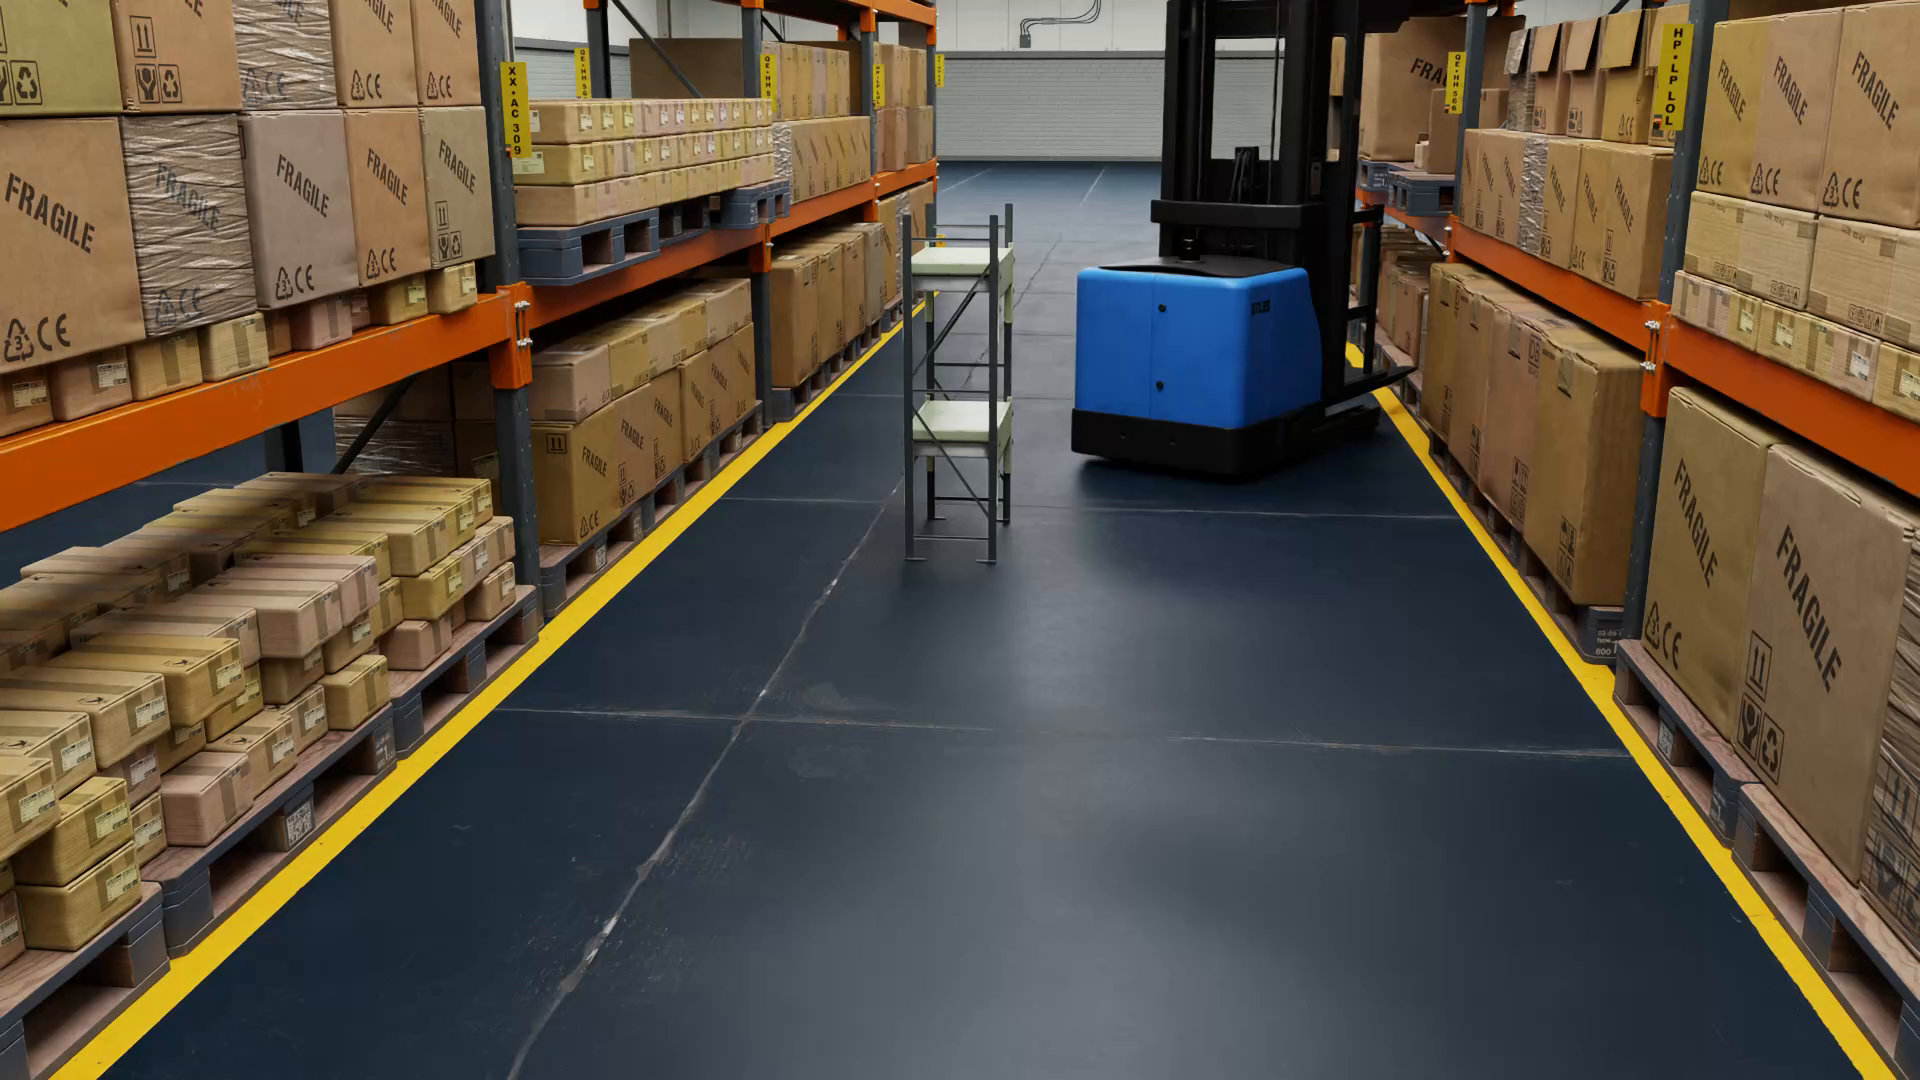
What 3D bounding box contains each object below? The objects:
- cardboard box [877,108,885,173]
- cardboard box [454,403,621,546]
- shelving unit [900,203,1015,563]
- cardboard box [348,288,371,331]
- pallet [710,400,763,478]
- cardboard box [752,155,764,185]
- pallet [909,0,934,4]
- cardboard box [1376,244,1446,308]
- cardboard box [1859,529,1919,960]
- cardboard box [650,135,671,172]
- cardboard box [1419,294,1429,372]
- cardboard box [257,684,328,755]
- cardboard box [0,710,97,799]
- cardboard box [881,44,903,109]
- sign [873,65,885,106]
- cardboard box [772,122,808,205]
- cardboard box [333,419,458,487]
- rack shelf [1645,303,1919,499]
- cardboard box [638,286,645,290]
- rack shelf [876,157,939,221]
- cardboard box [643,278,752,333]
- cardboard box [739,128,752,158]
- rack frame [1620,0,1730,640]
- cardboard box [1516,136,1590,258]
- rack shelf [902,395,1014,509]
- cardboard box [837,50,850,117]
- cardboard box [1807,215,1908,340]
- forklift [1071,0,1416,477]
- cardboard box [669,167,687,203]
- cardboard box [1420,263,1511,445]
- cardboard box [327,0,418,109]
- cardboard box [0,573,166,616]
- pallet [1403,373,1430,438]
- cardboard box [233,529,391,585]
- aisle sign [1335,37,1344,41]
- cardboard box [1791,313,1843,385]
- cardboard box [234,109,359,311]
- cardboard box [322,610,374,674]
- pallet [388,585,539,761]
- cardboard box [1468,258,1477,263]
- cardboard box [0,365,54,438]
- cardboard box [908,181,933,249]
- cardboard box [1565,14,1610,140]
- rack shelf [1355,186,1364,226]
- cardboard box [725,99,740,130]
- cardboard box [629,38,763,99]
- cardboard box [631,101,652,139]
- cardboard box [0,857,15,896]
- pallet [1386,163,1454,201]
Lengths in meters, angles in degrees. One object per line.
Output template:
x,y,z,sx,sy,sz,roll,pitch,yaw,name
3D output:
-1.134,-3.496,14.556,0.875,0.550,0.550,2,15,6,cardboard box
-1.759,-0.289,6.968,0.500,0.500,0.500,2,15,8,cardboard box
0.001,-0.726,7.473,0.431,1.500,0.755,2,15,6,shelving unit
-2.013,-0.704,5.002,0.380,0.149,0.250,1,15,5,cardboard box
-1.744,-0.598,9.468,1.003,0.211,1.213,2,15,6,pallet
-1.283,-2.022,9.071,0.380,0.149,0.250,2,15,6,cardboard box
-0.825,-5.434,16.434,1.003,0.211,1.213,2,15,6,pallet
3.856,-2.259,14.254,0.500,0.500,0.500,7,17,24,cardboard box
2.455,0.519,3.261,0.875,0.875,0.875,2,15,6,cardboard box
-1.491,-1.694,7.289,0.380,0.149,0.250,2,15,9,cardboard box
3.368,-1.299,10.664,0.700,0.500,0.500,0,15,2,cardboard box
-2.024,0.510,4.685,0.380,0.149,0.250,2,15,7,cardboard box
-2.147,0.485,3.638,0.380,0.149,0.250,1,15,4,cardboard box
-0.983,-4.154,14.923,0.875,0.550,0.550,2,15,6,cardboard box
-0.663,-3.691,13.500,0.100,0.325,0.005,2,15,6,sign
-1.281,-2.435,10.730,0.500,0.500,0.500,2,15,6,cardboard box
-2.272,-0.304,7.026,0.500,0.500,0.500,1,15,5,cardboard box
2.586,-0.071,3.555,1.077,0.370,4.000,2,15,6,rack shelf
-1.973,-1.333,9.392,0.500,0.250,0.500,1,15,4,cardboard box
-0.977,-3.355,15.703,1.077,0.370,4.000,2,15,6,rack shelf
-1.471,-1.319,9.343,0.500,0.250,0.500,1,15,5,cardboard box
-1.313,-2.092,8.761,0.380,0.149,0.250,2,15,8,cardboard box
2.811,-0.937,5.380,1.000,3.000,0.127,2,15,6,rack frame
2.769,-1.508,7.301,0.500,0.500,0.500,2,15,6,cardboard box
0.001,-0.411,7.558,0.431,0.370,0.720,2,15,6,rack shelf
-1.253,-3.586,13.070,0.700,0.500,0.500,1,15,5,cardboard box
2.384,-0.630,3.965,0.500,0.250,0.500,2,15,8,cardboard box
1.884,-2.078,9.733,1.130,2.935,3.031,11,18,34,forklift
-1.462,-1.618,7.576,0.380,0.149,0.250,1,15,5,cardboard box
3.164,-0.973,8.779,1.225,0.875,0.875,1,15,4,cardboard box
-1.943,-1.519,4.858,0.500,0.500,0.500,1,15,4,cardboard box
-2.485,0.202,4.685,0.380,0.149,0.250,1,15,4,cardboard box
3.352,-0.831,10.330,1.003,0.211,1.213,2,15,6,pallet
-2.004,0.074,5.158,0.380,0.149,0.250,2,15,8,cardboard box
3.874,-5.329,16.643,0.394,0.787,0.004,2,15,6,aisle sign
2.332,-0.477,4.163,0.380,0.149,0.250,1,15,5,cardboard box
-1.997,-0.904,4.496,0.500,0.500,0.500,2,15,6,cardboard box
-1.991,0.281,4.963,0.380,0.149,0.250,2,15,8,cardboard box
-2.146,0.412,5.733,1.003,0.211,1.213,2,15,6,pallet
3.358,-1.654,10.543,0.500,0.250,0.500,3,16,13,cardboard box
-2.176,-0.301,3.510,0.380,0.149,0.250,2,15,6,cardboard box
-0.762,-3.221,17.092,0.875,0.875,0.875,2,15,7,cardboard box
3.019,-1.974,7.104,0.797,0.503,0.637,2,15,8,cardboard box
3.940,-3.183,15.065,1.077,0.370,4.000,2,15,6,rack shelf
-1.341,-2.172,8.486,0.380,0.149,0.250,2,15,8,cardboard box
-1.594,-2.794,10.140,0.700,0.500,0.500,2,15,6,cardboard box
-1.517,-1.770,6.998,0.380,0.149,0.250,1,15,6,cardboard box
-2.216,0.694,3.434,0.380,0.149,0.250,2,15,7,cardboard box
3.445,-2.396,11.145,1.003,0.211,1.213,2,15,6,pallet
